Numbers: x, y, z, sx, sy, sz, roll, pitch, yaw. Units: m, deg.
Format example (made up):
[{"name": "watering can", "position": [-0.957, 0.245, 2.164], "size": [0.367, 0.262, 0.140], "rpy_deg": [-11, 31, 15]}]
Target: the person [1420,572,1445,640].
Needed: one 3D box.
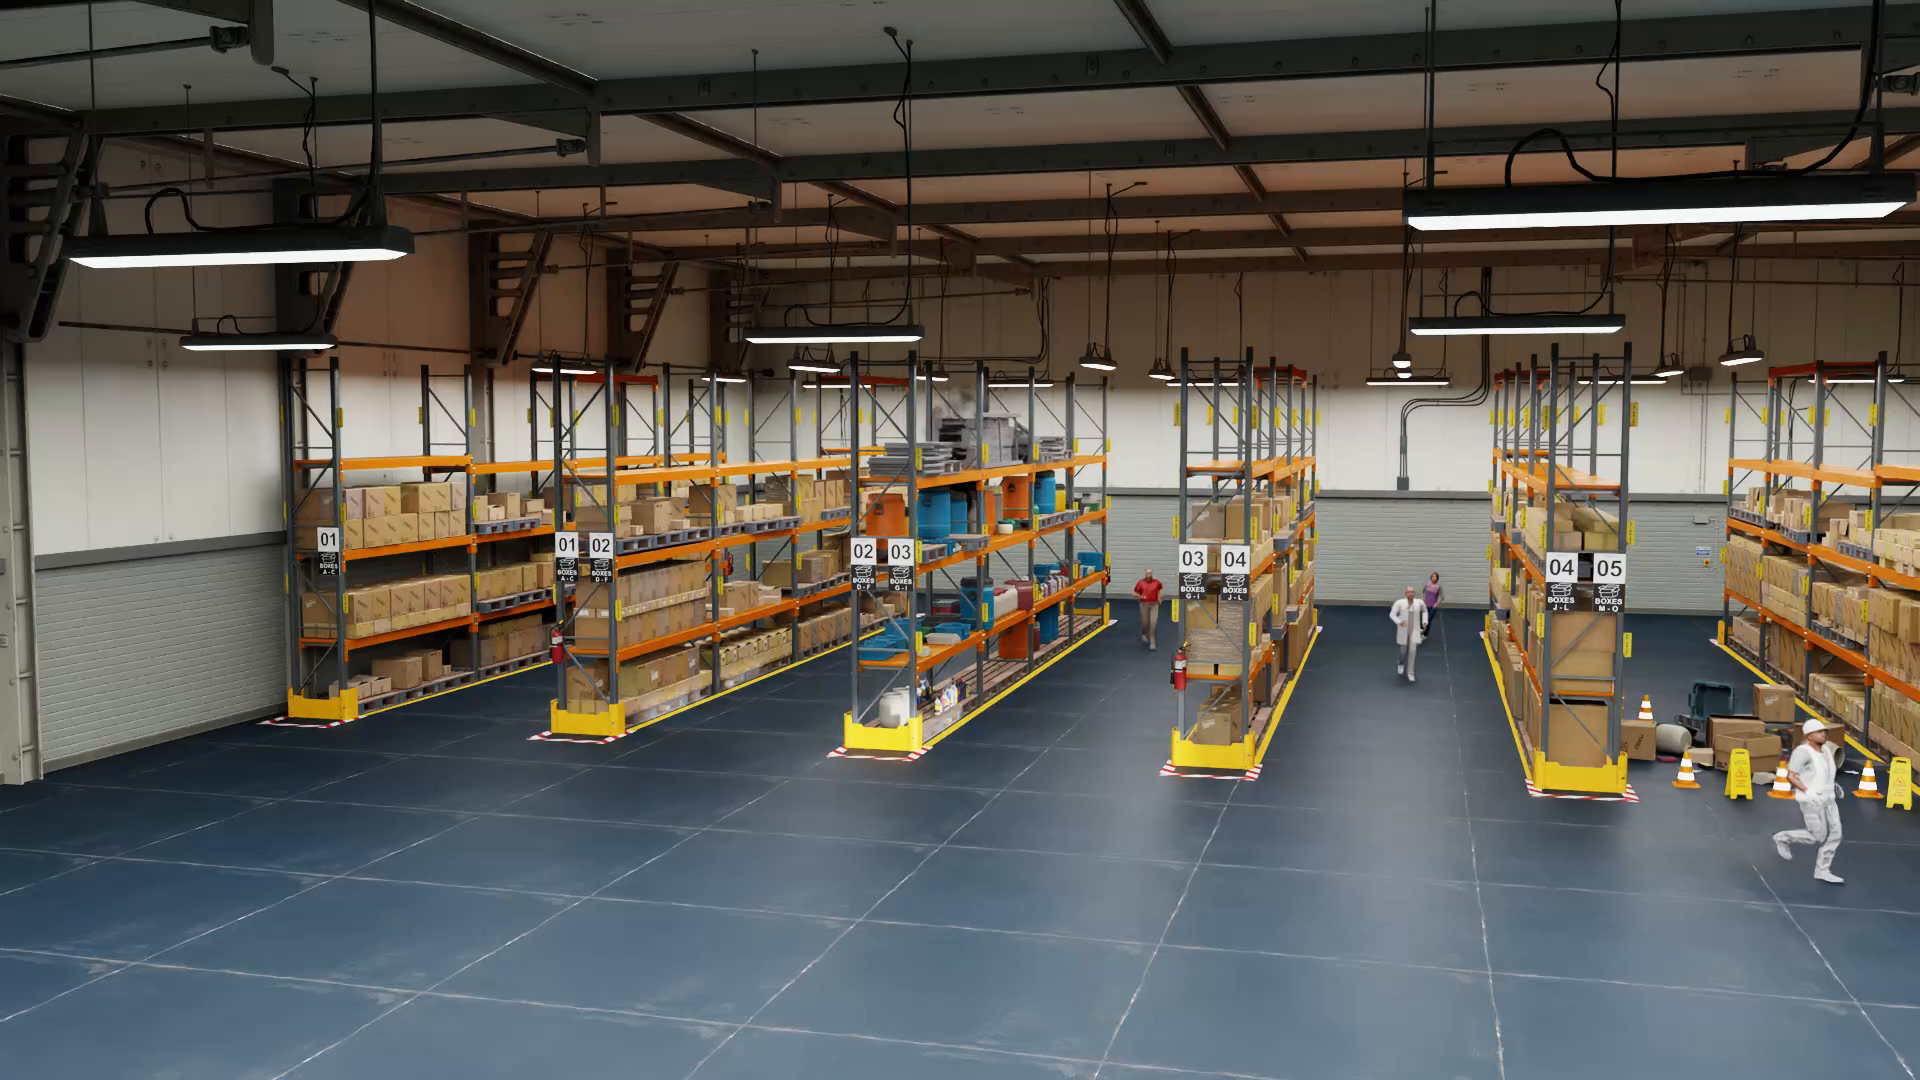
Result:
[{"name": "person", "position": [10.612, 1.487, 37.453], "size": [0.603, 1.533, 0.513], "rpy_deg": [2, 5, 26]}]

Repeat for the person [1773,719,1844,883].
[{"name": "person", "position": [9.293, 2.812, 18.109], "size": [0.696, 1.735, 0.747], "rpy_deg": [-2, 5, -31]}]

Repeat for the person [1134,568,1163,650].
[{"name": "person", "position": [4.110, 1.476, 36.202], "size": [0.665, 1.730, 0.971], "rpy_deg": [0, 4, 1]}]

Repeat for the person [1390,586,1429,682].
[{"name": "person", "position": [8.626, 1.777, 31.940], "size": [0.736, 1.789, 0.898], "rpy_deg": [1, 4, 8]}]
